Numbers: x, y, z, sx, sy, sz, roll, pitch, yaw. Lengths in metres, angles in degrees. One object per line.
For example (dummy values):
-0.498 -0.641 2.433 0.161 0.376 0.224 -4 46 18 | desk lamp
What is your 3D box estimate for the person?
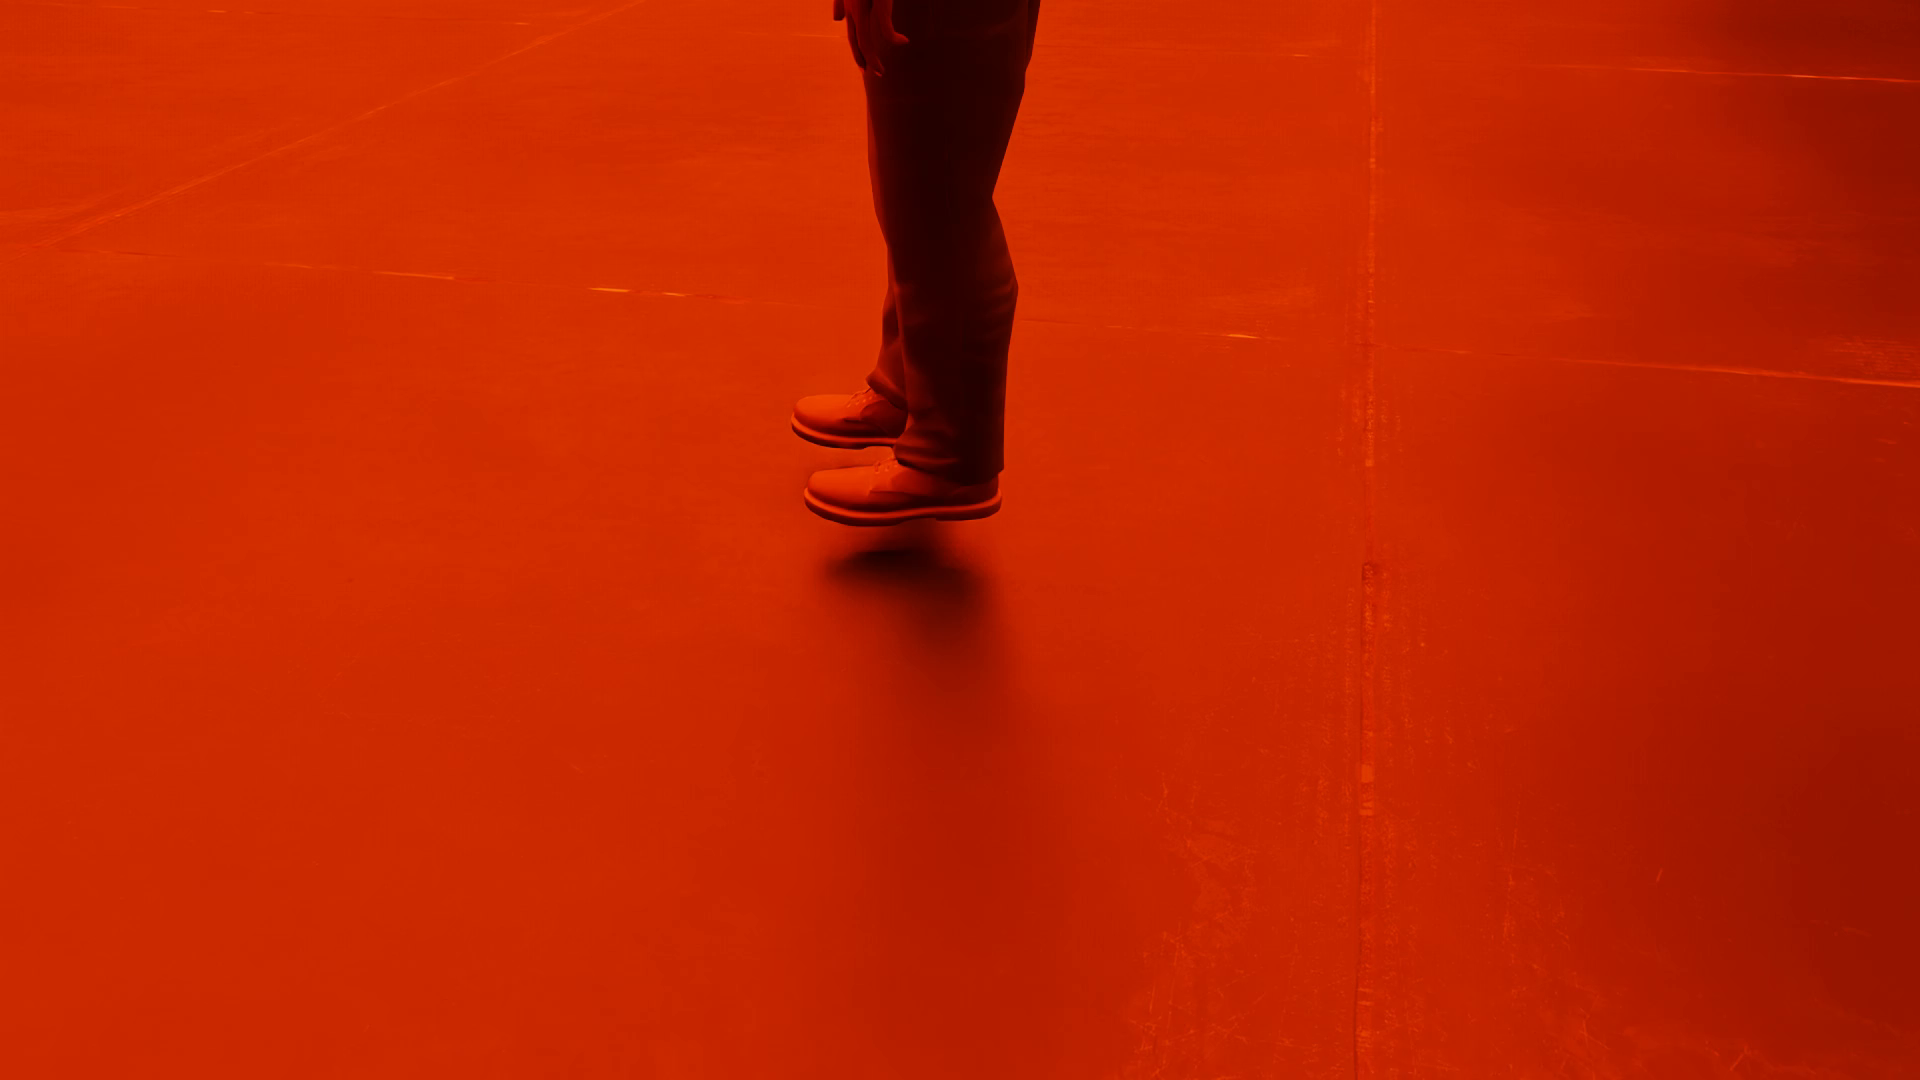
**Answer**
-0.081 -0.798 2.141 0.504 1.654 0.569 6 27 11 | person
